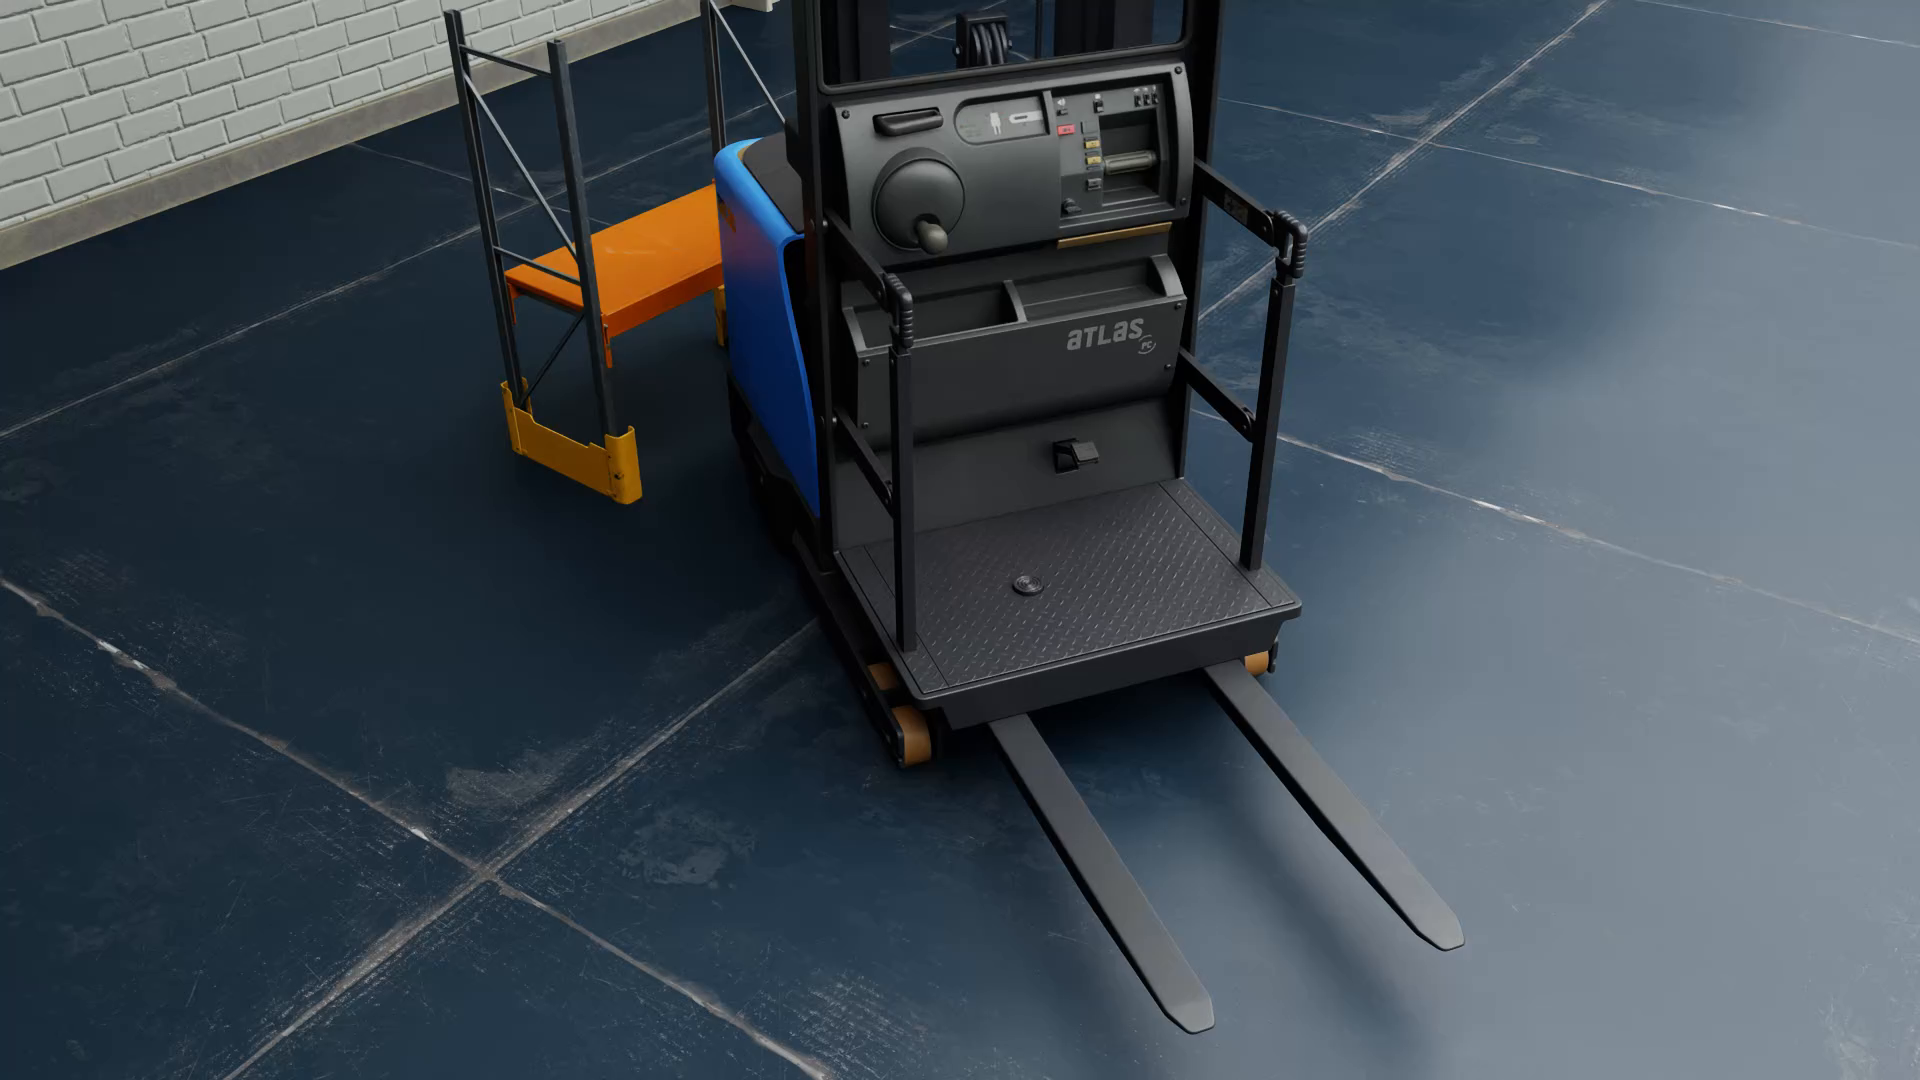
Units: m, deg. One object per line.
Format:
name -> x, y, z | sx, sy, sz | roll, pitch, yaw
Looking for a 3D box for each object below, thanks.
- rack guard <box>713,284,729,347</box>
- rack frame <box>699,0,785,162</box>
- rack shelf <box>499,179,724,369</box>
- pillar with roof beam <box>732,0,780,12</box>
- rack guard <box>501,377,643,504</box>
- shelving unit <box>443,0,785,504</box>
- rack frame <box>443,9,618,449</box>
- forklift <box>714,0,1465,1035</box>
rack guard -> -0.677, -0.773, 6.170 | 0.587, 0.250, 0.087 | 24, 41, 31
rack frame -> -0.677, -1.292, 5.821 | 0.500, 1.500, 0.032 | 24, 41, 31
rack shelf -> -0.990, -0.918, 5.590 | 0.538, 0.185, 1.000 | 24, 41, 31
pillar with roof beam -> 2.373, -5.635, 5.550 | 9.100, 9.000, 0.400 | 21, 39, 28
rack guard -> -1.291, -0.334, 5.521 | 0.587, 0.250, 0.087 | 24, 41, 31
shelving unit -> -0.984, -1.072, 5.495 | 0.587, 1.500, 1.083 | 24, 41, 31
rack frame -> -1.303, -0.843, 5.158 | 0.500, 1.500, 0.032 | 24, 41, 31
forklift -> 0.228, -0.886, 3.944 | 1.130, 2.935, 3.031 | -12, 36, -17
